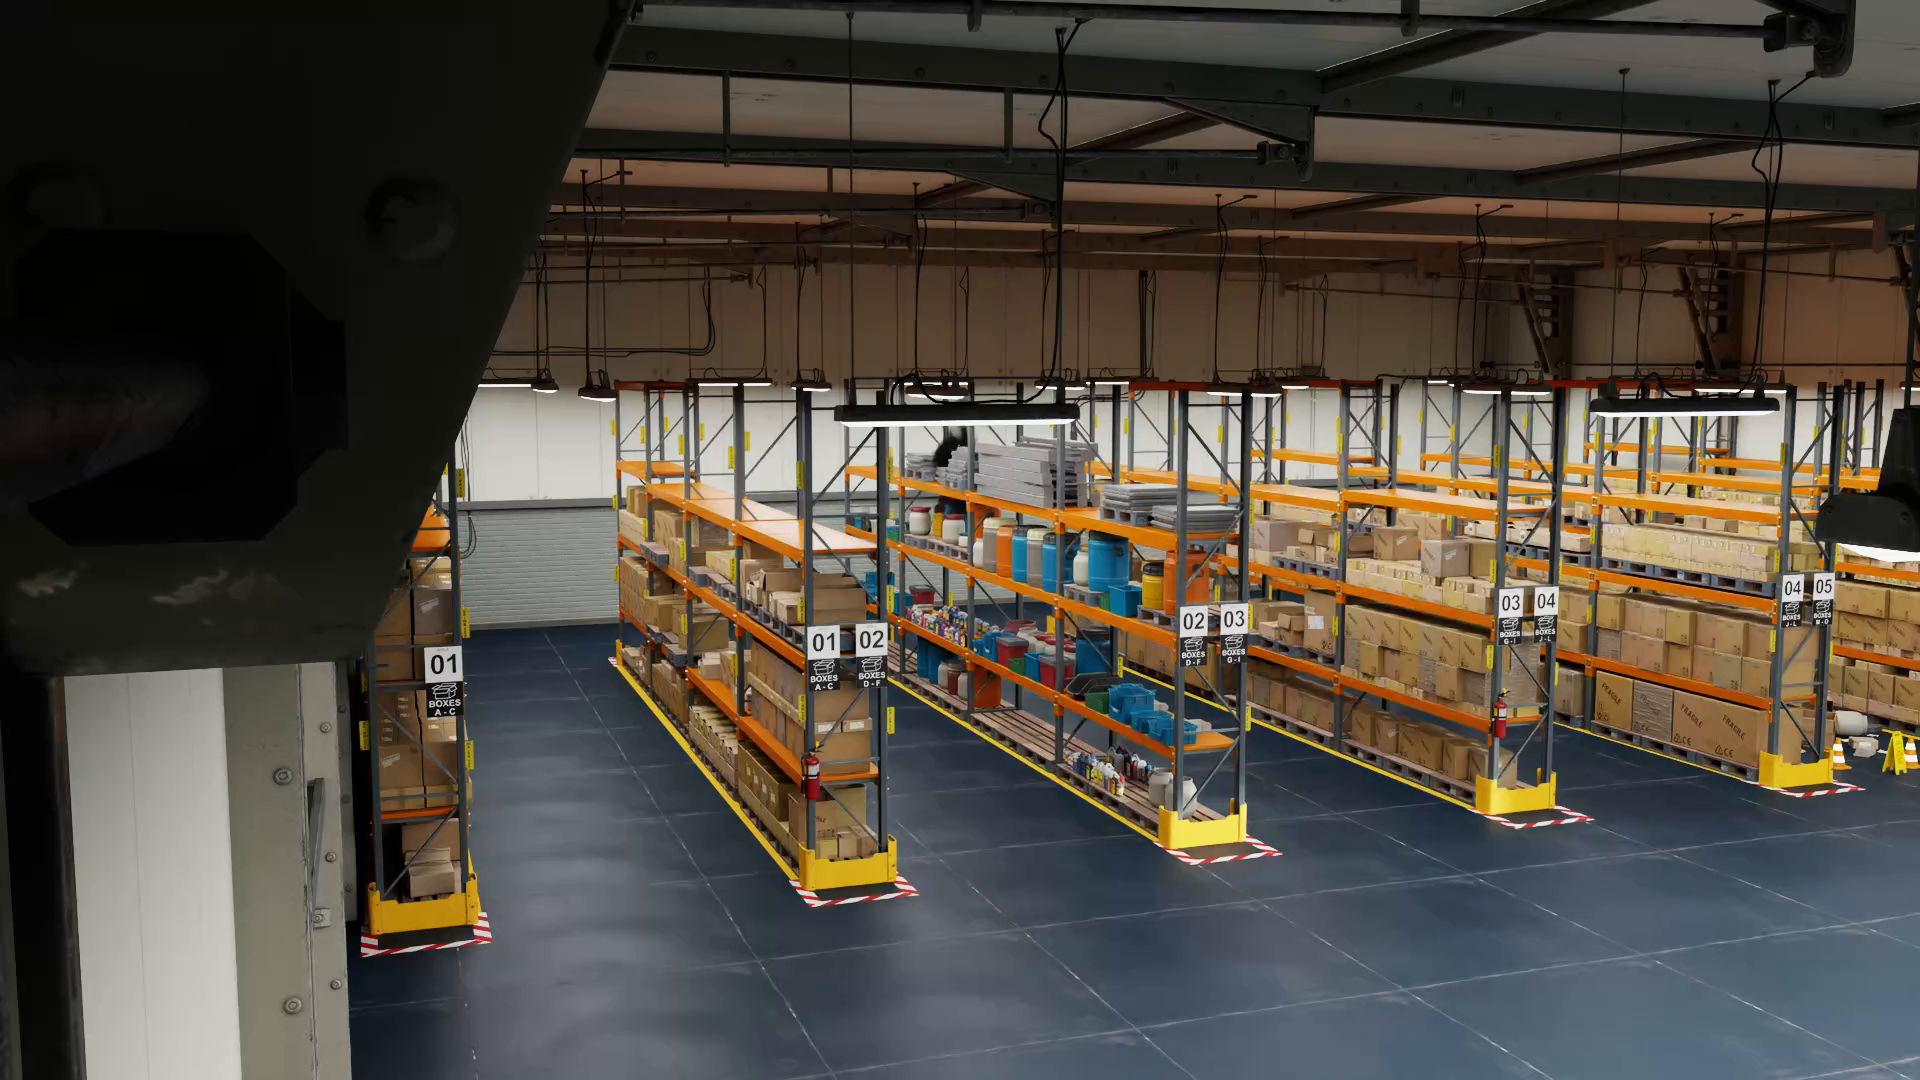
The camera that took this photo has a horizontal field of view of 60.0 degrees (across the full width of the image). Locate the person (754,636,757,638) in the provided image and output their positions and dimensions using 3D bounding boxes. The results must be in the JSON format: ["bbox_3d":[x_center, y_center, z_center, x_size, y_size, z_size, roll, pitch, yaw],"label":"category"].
[{"bbox_3d":[-3.910,1.940,33.382,0.691,1.746,0.657,-3,7,-27],"label":"person"}]
